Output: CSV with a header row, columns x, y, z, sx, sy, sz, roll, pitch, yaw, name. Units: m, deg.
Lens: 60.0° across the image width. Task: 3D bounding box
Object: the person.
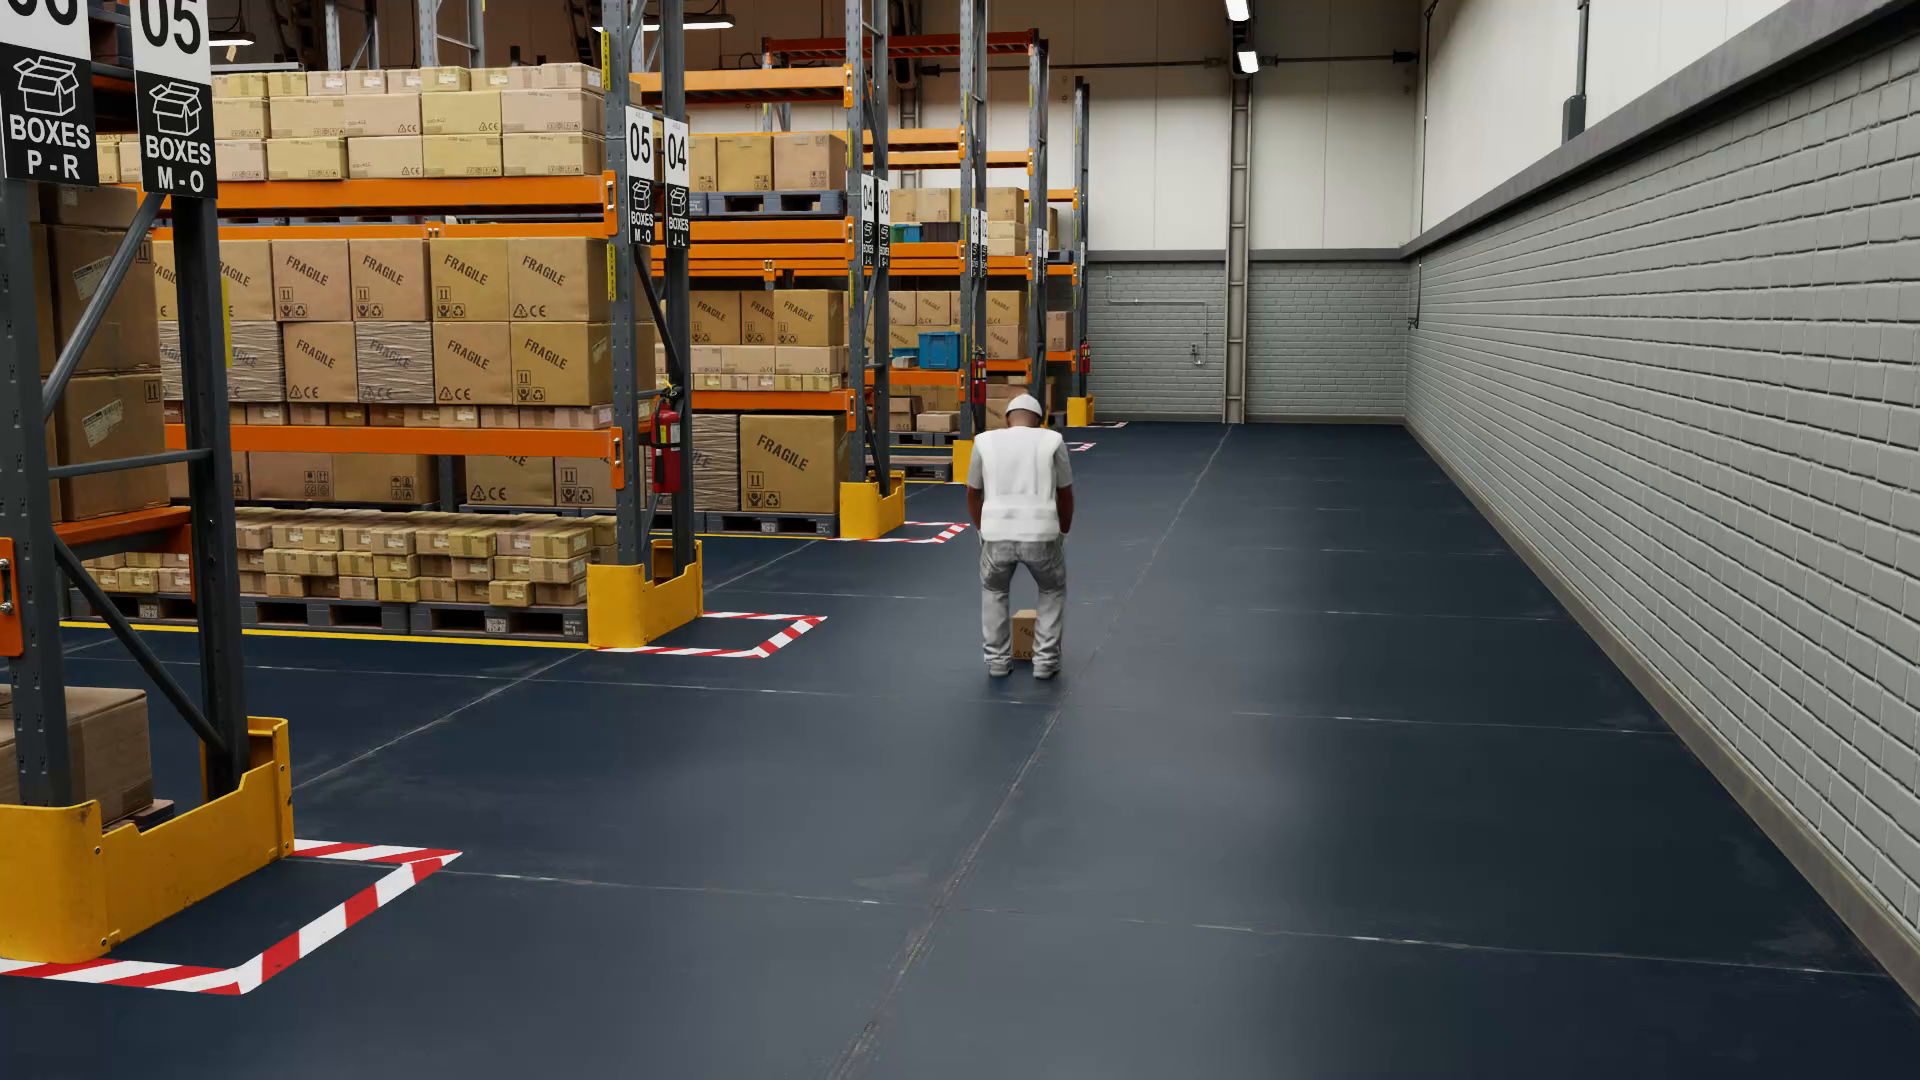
x,y,z,sx,sy,sz,roll,pitch,yaw,name
0.322,-0.026,9.273,0.606,1.552,0.674,2,8,12,person
